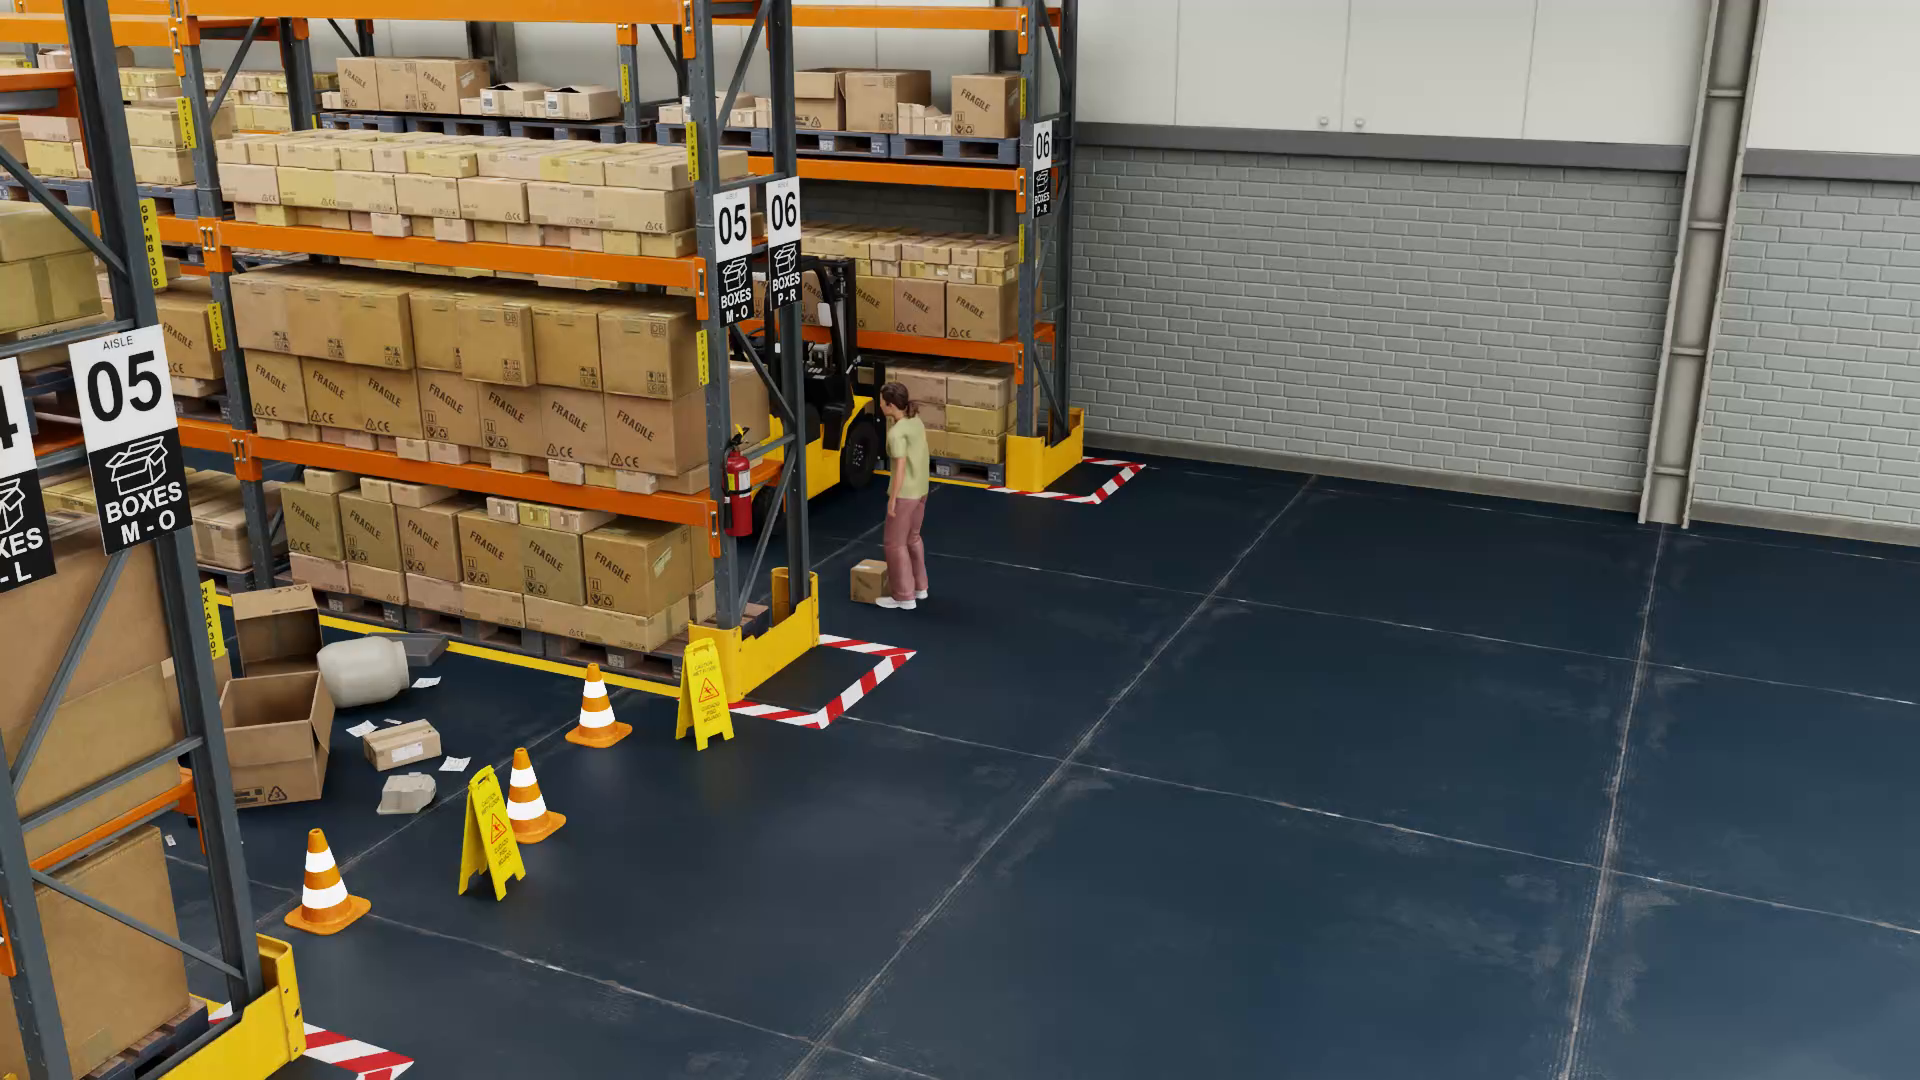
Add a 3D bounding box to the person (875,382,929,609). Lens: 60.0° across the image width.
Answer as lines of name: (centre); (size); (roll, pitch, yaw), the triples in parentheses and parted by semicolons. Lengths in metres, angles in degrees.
person: (-0.410, -0.329, 12.018); (0.357, 1.672, 0.499); (8, 20, 21)
